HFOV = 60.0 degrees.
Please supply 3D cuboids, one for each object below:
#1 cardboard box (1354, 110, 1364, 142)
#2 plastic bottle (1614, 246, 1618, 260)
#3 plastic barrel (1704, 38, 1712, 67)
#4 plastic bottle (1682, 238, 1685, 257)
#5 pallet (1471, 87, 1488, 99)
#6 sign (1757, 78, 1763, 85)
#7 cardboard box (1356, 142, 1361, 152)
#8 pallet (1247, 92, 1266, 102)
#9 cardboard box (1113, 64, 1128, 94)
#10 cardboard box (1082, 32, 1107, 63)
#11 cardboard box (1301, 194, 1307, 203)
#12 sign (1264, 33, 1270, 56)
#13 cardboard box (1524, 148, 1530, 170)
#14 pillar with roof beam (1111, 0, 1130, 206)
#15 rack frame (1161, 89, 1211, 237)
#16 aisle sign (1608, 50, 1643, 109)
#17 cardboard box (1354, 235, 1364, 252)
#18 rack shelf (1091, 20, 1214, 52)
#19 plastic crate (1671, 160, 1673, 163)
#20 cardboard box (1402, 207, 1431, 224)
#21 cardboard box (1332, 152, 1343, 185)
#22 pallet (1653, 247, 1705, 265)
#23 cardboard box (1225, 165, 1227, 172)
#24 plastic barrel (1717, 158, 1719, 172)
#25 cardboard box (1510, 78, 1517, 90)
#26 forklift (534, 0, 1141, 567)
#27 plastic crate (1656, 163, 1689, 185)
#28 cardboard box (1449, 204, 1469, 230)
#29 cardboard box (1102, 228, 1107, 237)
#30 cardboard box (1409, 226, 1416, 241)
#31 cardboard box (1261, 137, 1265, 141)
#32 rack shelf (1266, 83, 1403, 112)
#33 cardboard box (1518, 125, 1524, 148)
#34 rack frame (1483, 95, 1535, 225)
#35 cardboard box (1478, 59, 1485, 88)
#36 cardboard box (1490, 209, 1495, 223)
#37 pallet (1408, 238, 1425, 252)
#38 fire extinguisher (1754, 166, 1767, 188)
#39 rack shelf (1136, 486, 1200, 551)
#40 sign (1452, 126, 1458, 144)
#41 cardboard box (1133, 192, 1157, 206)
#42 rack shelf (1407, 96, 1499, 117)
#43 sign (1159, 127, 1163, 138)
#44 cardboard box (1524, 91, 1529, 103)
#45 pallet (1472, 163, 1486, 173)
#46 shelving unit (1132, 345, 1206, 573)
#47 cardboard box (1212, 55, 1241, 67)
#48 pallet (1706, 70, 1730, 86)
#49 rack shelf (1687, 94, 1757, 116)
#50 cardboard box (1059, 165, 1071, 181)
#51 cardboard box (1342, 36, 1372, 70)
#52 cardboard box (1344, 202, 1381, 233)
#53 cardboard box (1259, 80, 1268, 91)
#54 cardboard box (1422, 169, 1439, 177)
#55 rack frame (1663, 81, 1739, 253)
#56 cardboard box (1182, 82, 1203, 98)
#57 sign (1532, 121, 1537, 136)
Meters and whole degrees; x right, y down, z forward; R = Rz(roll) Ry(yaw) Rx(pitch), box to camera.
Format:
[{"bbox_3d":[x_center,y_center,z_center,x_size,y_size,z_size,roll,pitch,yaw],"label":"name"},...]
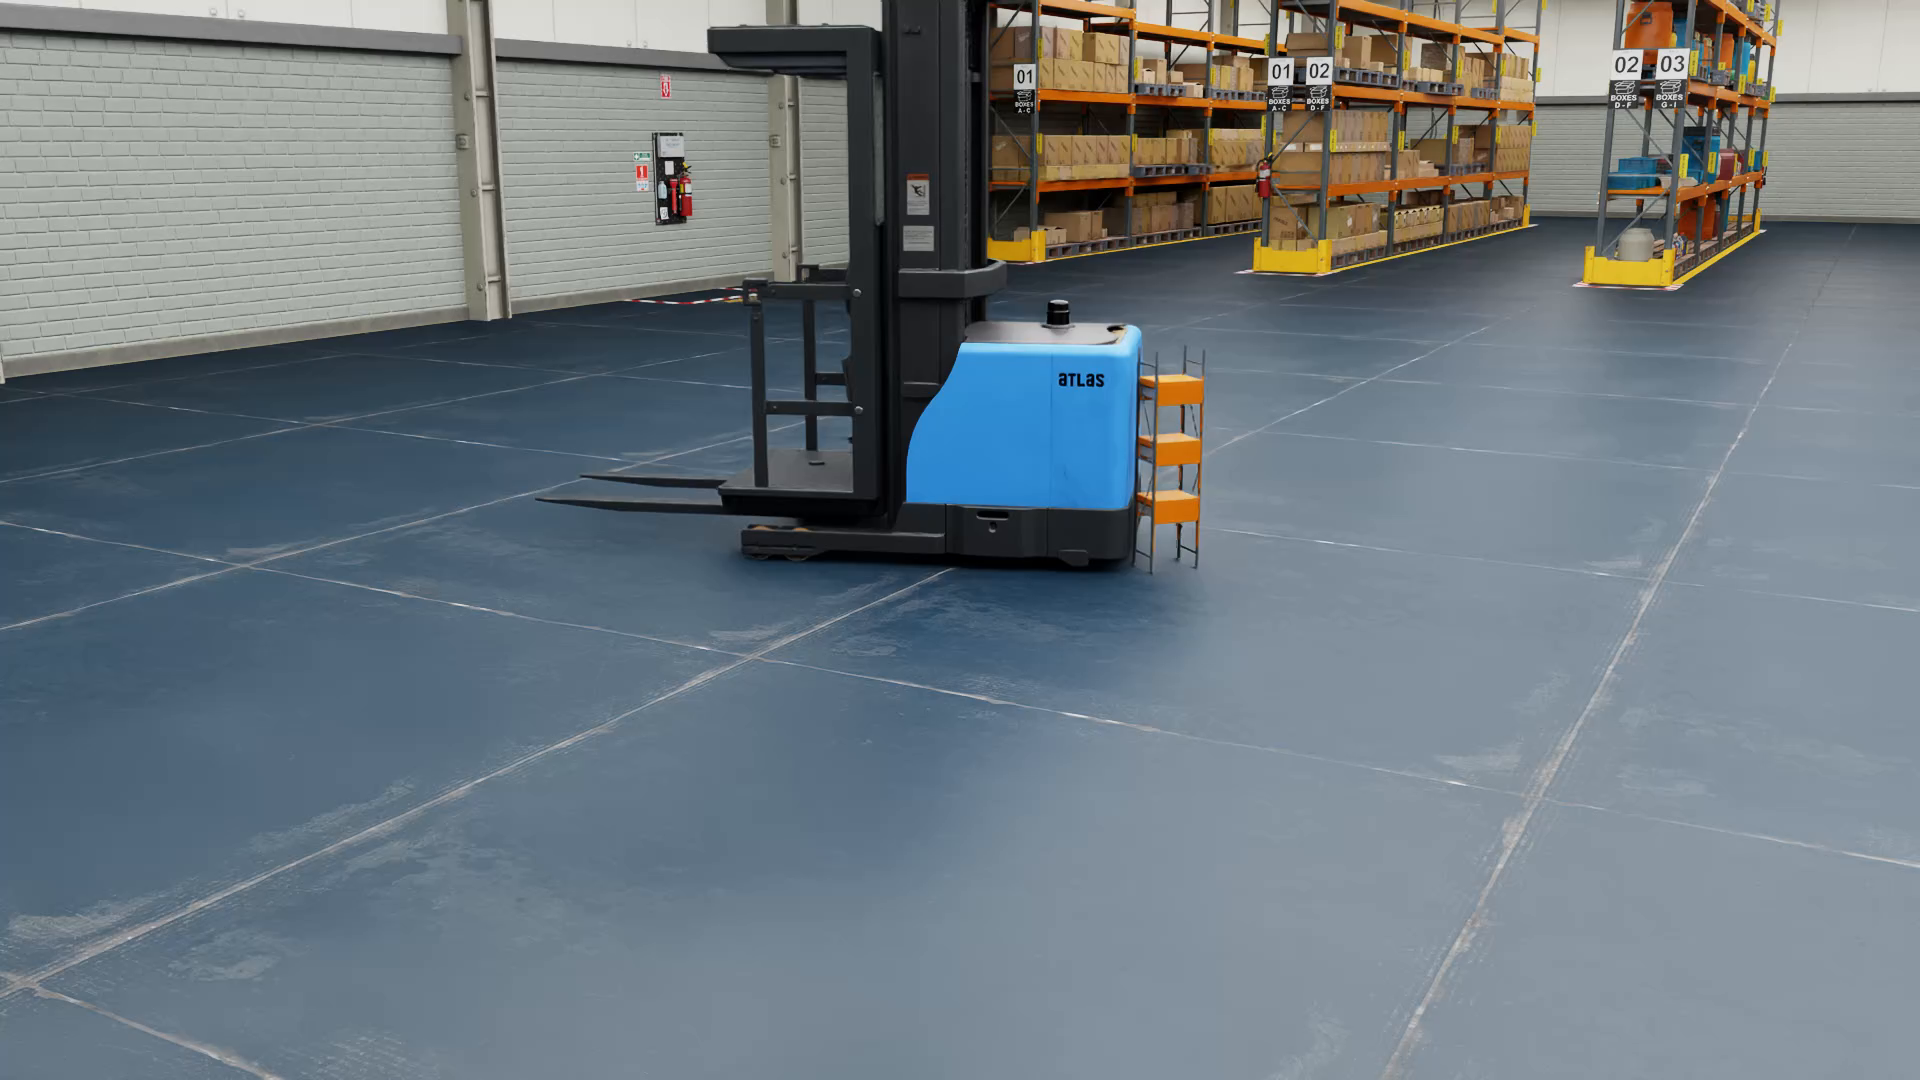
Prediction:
[{"bbox_3d":[6.171,-6.752,27.160,0.700,0.500,0.500,7,15,28],"label":"cardboard box"},{"bbox_3d":[10.012,-4.371,25.296,0.097,0.201,0.097,0,14,0],"label":"plastic bottle"},{"bbox_3d":[12.788,-8.290,29.051,0.600,0.901,0.600,0,14,0],"label":"plastic barrel"},{"bbox_3d":[11.248,-4.563,25.916,0.061,0.283,0.133,9,16,32],"label":"plastic bottle"},{"bbox_3d":[10.099,-9.143,34.058,1.213,0.211,1.003,7,15,28],"label":"pallet"},{"bbox_3d":[15.790,-8.953,32.850,0.100,0.325,0.005,7,15,28],"label":"sign"},{"bbox_3d":[6.296,-6.388,27.034,0.380,0.149,0.250,8,15,29],"label":"cardboard box"},{"bbox_3d":[6.237,-9.847,36.986,0.805,0.209,1.217,7,15,26],"label":"pallet"},{"bbox_3d":[2.740,-8.419,30.397,0.500,0.500,0.500,8,16,30],"label":"cardboard box"},{"bbox_3d":[2.265,-8.681,29.353,0.500,0.500,0.500,7,15,26],"label":"cardboard box"},{"bbox_3d":[8.078,-8.227,40.698,0.700,0.500,0.500,7,15,28],"label":"cardboard box"},{"bbox_3d":[4.705,-7.567,25.402,0.100,0.325,0.005,7,15,28],"label":"sign"},{"bbox_3d":[12.930,-8.861,38.677,0.500,0.500,0.500,8,16,30],"label":"cardboard box"},{"bbox_3d":[7.086,-10.115,31.288,9.100,9.000,0.400,7,15,28],"label":"pillar with roof beam"},{"bbox_3d":[4.703,-7.855,34.714,1.000,3.000,0.127,7,15,28],"label":"rack frame"},{"bbox_3d":[9.213,-6.374,23.024,0.394,0.787,0.004,7,15,28],"label":"aisle sign"},{"bbox_3d":[6.354,-4.913,27.482,0.500,0.250,0.500,7,15,28],"label":"cardboard box"},{"bbox_3d":[3.736,-9.817,32.440,1.077,0.370,4.000,7,15,28],"label":"rack shelf"},{"bbox_3d":[11.703,-6.165,27.741,0.392,0.384,0.575,7,15,28],"label":"plastic crate"},{"bbox_3d":[8.511,-6.088,31.162,0.500,0.311,0.500,7,15,28],"label":"cardboard box"},{"bbox_3d":[5.660,-5.904,26.410,0.700,0.500,0.500,8,16,29],"label":"cardboard box"},{"bbox_3d":[11.787,-4.722,27.668,1.003,0.211,1.213,7,15,28],"label":"pallet"},{"bbox_3d":[5.528,-7.999,35.806,0.380,0.149,0.250,8,16,29],"label":"cardboard box"},{"bbox_3d":[12.861,-6.465,28.711,0.421,0.512,0.421,0,14,0],"label":"plastic barrel"},{"bbox_3d":[11.919,-10.019,36.544,0.500,0.250,0.500,7,15,28],"label":"cardboard box"},{"bbox_3d":[-0.622,-1.438,8.244,3.031,2.935,1.130,2,14,9],"label":"forklift"},{"bbox_3d":[11.077,-5.788,26.276,0.767,0.338,0.504,7,15,28],"label":"plastic crate"},{"bbox_3d":[10.006,-6.564,33.757,0.500,0.500,0.500,7,15,27],"label":"cardboard box"},{"bbox_3d":[2.537,-5.757,31.121,0.380,0.166,0.250,5,15,21],"label":"cardboard box"},{"bbox_3d":[8.016,-5.607,30.362,0.500,0.250,0.500,7,15,26],"label":"cardboard box"},{"bbox_3d":[6.635,-9.118,37.464,0.500,0.250,0.500,8,16,29],"label":"cardboard box"},{"bbox_3d":[6.141,-7.172,27.016,1.077,0.370,4.000,7,15,28],"label":"rack shelf"},{"bbox_3d":[12.444,-9.137,37.687,0.500,0.500,0.500,8,16,30],"label":"cardboard box"},{"bbox_3d":[12.908,-8.936,39.198,1.000,3.000,0.127,7,15,28],"label":"rack frame"},{"bbox_3d":[10.667,-9.780,34.975,0.600,0.600,0.600,6,15,23],"label":"cardboard box"},{"bbox_3d":[11.367,-7.083,36.313,0.500,0.311,0.500,7,15,28],"label":"cardboard box"},{"bbox_3d":[8.018,-5.525,31.000,1.003,0.211,1.213,7,15,28],"label":"pallet"},{"bbox_3d":[17.713,-8.134,36.834,0.296,0.674,0.183,7,15,28],"label":"fire extinguisher"},{"bbox_3d":[0.989,-0.104,7.957,0.240,0.259,0.215,-5,14,-20],"label":"rack shelf"},{"bbox_3d":[9.529,-7.795,31.996,0.100,0.325,0.005,7,15,28],"label":"sign"},{"bbox_3d":[3.569,-6.748,32.919,0.500,0.250,0.500,7,15,26],"label":"cardboard box"},{"bbox_3d":[10.008,-8.813,33.824,1.077,0.370,4.000,7,15,28],"label":"rack shelf"},{"bbox_3d":[4.215,-8.480,34.837,0.100,0.325,0.005,7,15,28],"label":"sign"},{"bbox_3d":[12.640,-10.084,37.882,0.500,0.250,0.500,7,15,28],"label":"cardboard box"},{"bbox_3d":[10.493,-7.870,35.187,1.003,0.211,1.213,7,15,28],"label":"pallet"},{"bbox_3d":[0.989,-0.385,7.889,0.252,1.050,0.215,-5,14,-20],"label":"shelving unit"},{"bbox_3d":[5.843,-10.480,36.452,0.500,0.250,0.500,7,15,26],"label":"cardboard box"},{"bbox_3d":[11.178,-7.119,25.665,1.213,0.211,1.003,7,15,28],"label":"pallet"},{"bbox_3d":[14.342,-8.251,31.493,1.077,0.370,4.000,7,15,28],"label":"rack shelf"},{"bbox_3d":[1.588,-6.323,28.636,0.500,0.250,0.500,7,15,26],"label":"cardboard box"},{"bbox_3d":[6.216,-7.742,26.437,0.500,0.500,0.500,7,15,28],"label":"cardboard box"},{"bbox_3d":[6.823,-5.484,28.253,0.500,0.500,0.500,7,15,28],"label":"cardboard box"},{"bbox_3d":[7.201,-10.425,38.188,0.500,0.250,0.500,7,15,28],"label":"cardboard box"},{"bbox_3d":[8.848,-6.956,31.524,0.380,0.149,0.250,7,15,28],"label":"cardboard box"},{"bbox_3d":[13.375,-6.732,30.059,1.000,3.000,0.127,7,15,28],"label":"rack frame"},{"bbox_3d":[4.591,-9.101,33.631,0.500,0.311,0.500,7,15,28],"label":"cardboard box"},{"bbox_3d":[13.385,-9.585,38.747,0.100,0.325,0.005,7,15,28],"label":"sign"}]
